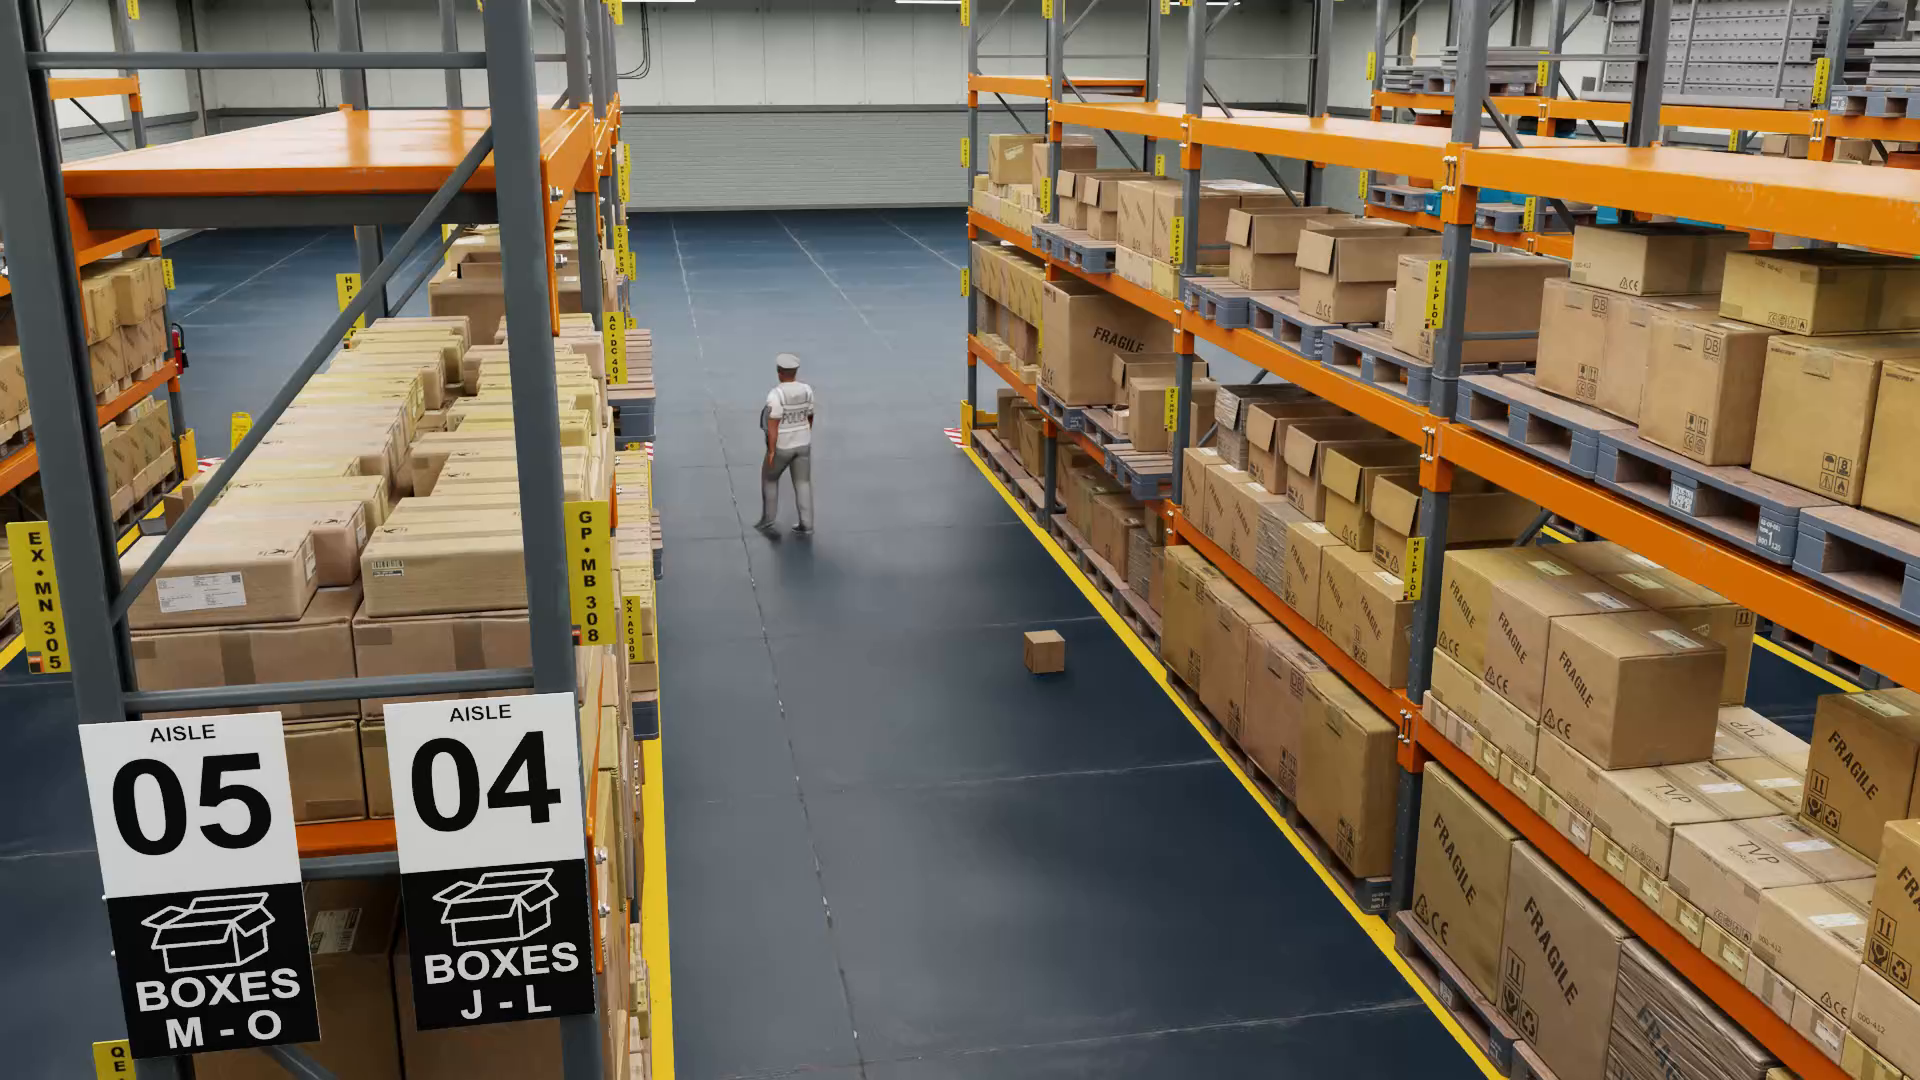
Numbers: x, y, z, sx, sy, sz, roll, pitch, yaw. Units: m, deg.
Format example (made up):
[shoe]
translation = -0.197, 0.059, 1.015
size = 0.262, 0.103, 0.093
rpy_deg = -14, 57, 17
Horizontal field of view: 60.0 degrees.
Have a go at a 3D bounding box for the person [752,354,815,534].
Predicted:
[person]
translation = -1.703, -0.917, 16.184
size = 0.579, 1.810, 0.776
rpy_deg = -11, 20, -34
